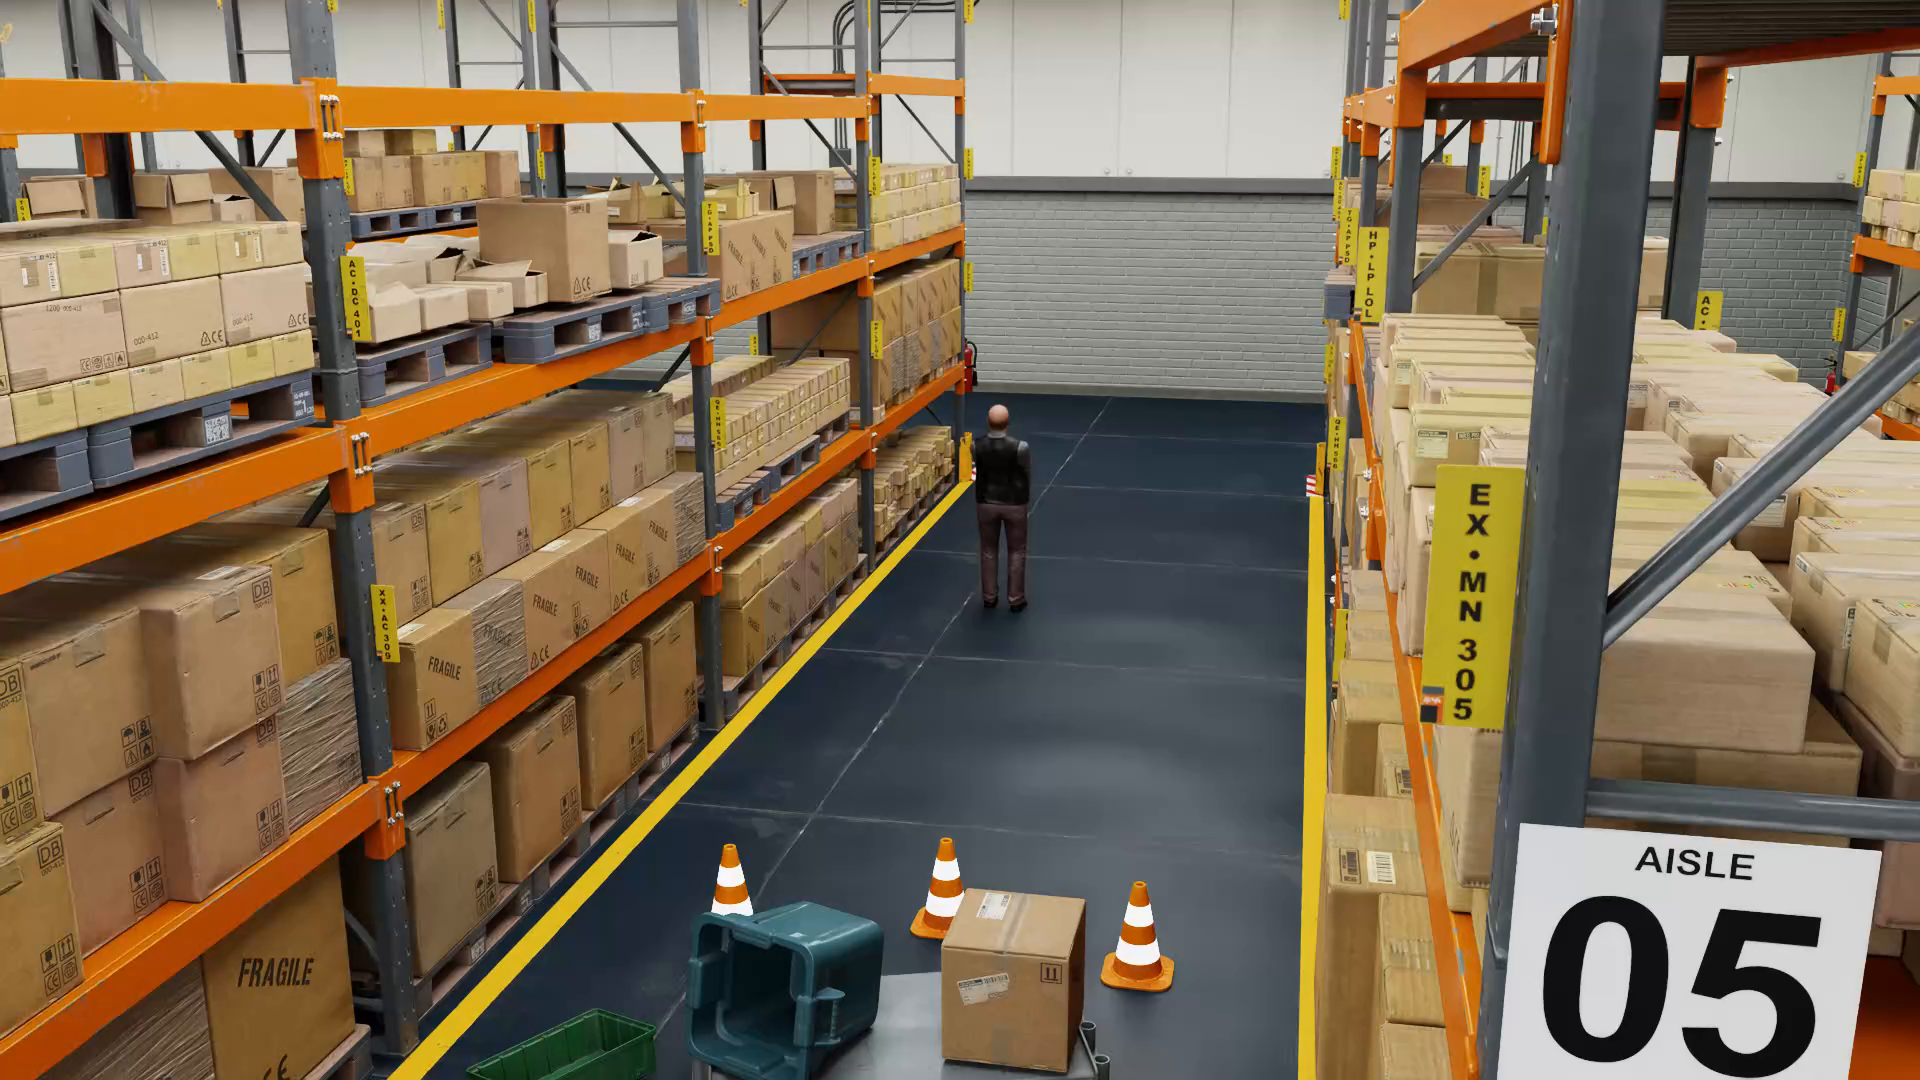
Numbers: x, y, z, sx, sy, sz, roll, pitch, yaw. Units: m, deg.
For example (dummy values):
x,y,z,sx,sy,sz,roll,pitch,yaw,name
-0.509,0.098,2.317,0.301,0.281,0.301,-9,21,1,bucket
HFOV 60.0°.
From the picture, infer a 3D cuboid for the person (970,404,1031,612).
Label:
x,y,z,sx,sy,sz,roll,pitch,yaw,name
0.363,-0.292,13.701,0.465,1.713,0.556,3,15,12,person
